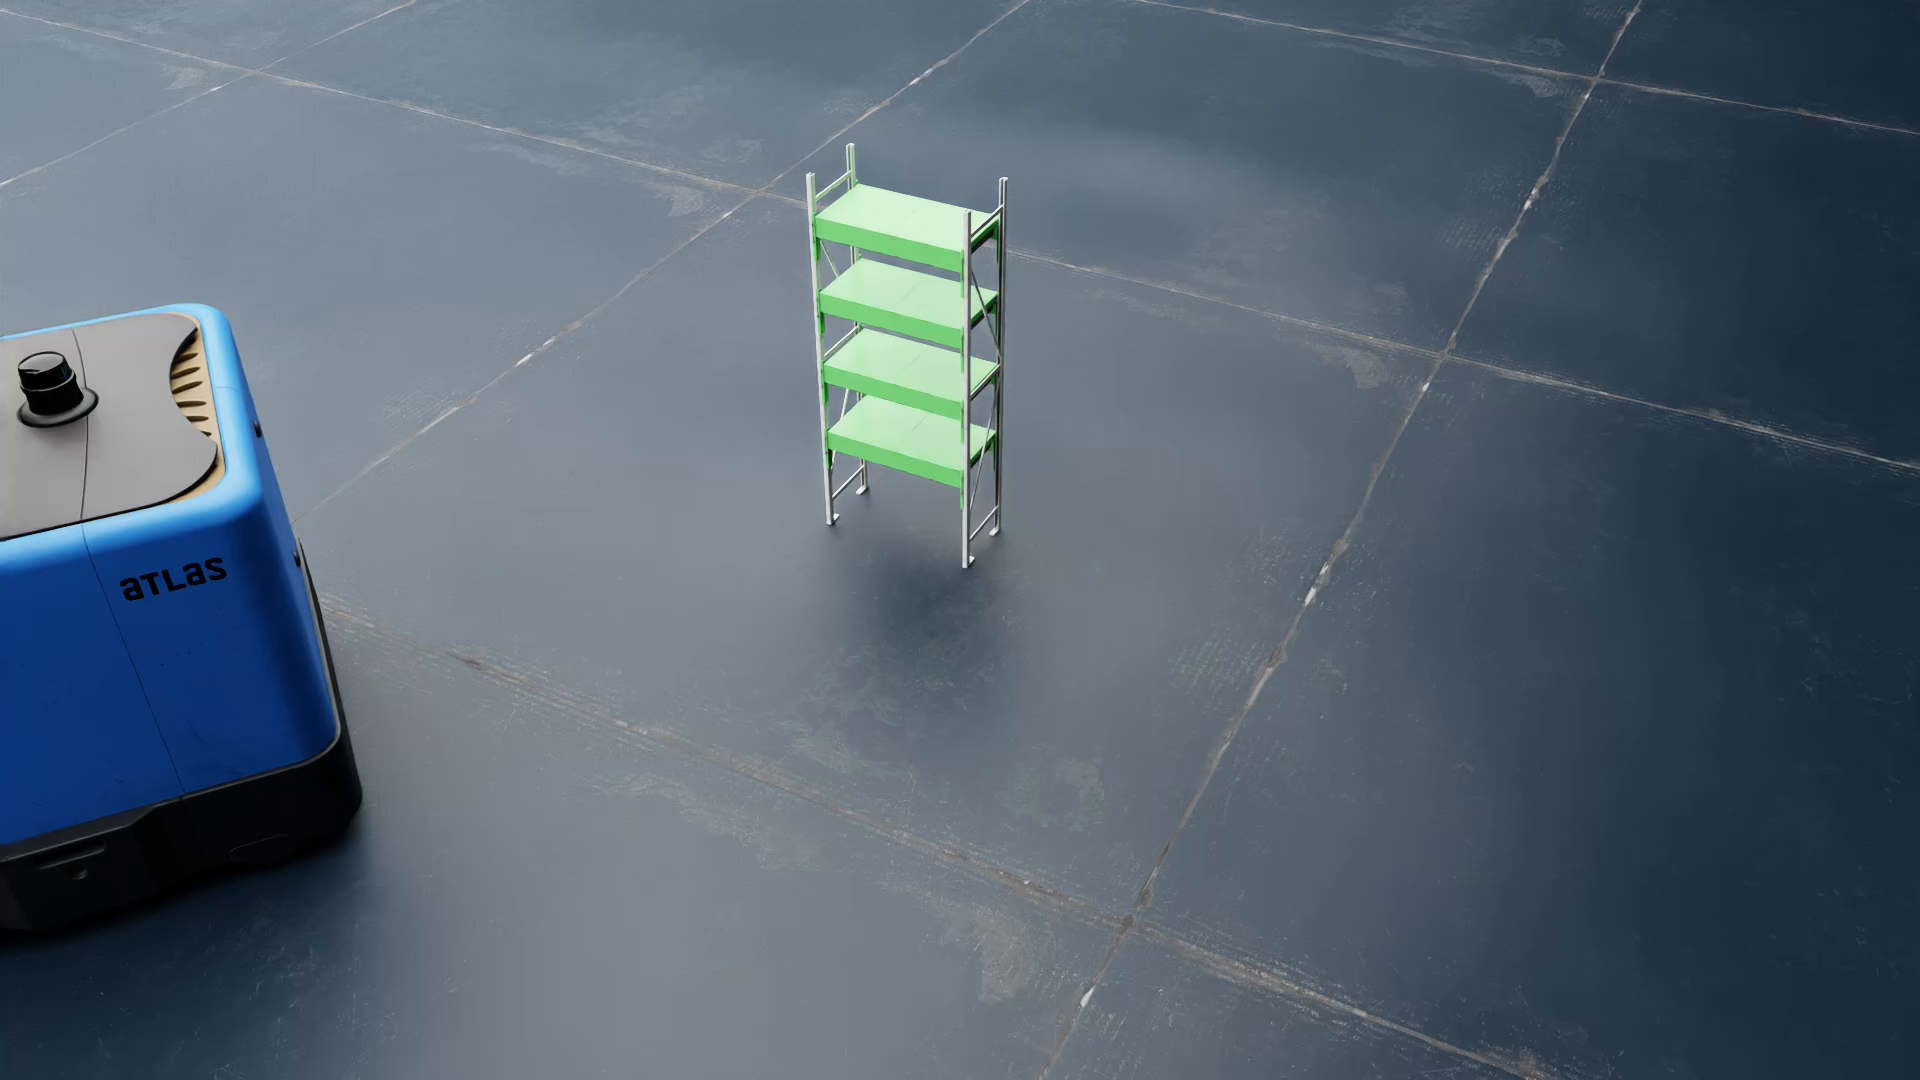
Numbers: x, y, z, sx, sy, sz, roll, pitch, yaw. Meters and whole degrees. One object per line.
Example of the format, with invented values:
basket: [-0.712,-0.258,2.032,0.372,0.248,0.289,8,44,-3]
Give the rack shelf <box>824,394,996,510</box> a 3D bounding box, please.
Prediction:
rack shelf: [-0.147,-0.282,5.132,0.480,0.148,0.258,17,41,21]

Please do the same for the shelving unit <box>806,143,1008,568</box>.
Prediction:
shelving unit: [-0.147,-0.524,4.948,0.503,1.200,0.258,17,41,21]

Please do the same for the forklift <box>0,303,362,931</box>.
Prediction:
forklift: [-3.090,-0.313,3.239,3.031,2.935,1.130,-15,40,-19]

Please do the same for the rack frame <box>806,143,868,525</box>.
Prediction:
rack frame: [-0.364,-0.592,5.037,0.015,1.200,0.240,17,41,21]

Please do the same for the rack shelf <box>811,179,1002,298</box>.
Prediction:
rack shelf: [-0.147,-0.855,4.696,0.480,0.148,0.258,17,41,21]

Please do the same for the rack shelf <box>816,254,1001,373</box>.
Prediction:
rack shelf: [-0.147,-0.664,4.841,0.480,0.148,0.258,17,41,21]

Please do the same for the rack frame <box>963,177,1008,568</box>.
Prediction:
rack frame: [0.070,-0.456,4.858,0.015,1.200,0.240,17,41,21]

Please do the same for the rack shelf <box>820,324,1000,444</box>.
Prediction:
rack shelf: [-0.147,-0.473,4.986,0.480,0.148,0.258,17,41,21]
